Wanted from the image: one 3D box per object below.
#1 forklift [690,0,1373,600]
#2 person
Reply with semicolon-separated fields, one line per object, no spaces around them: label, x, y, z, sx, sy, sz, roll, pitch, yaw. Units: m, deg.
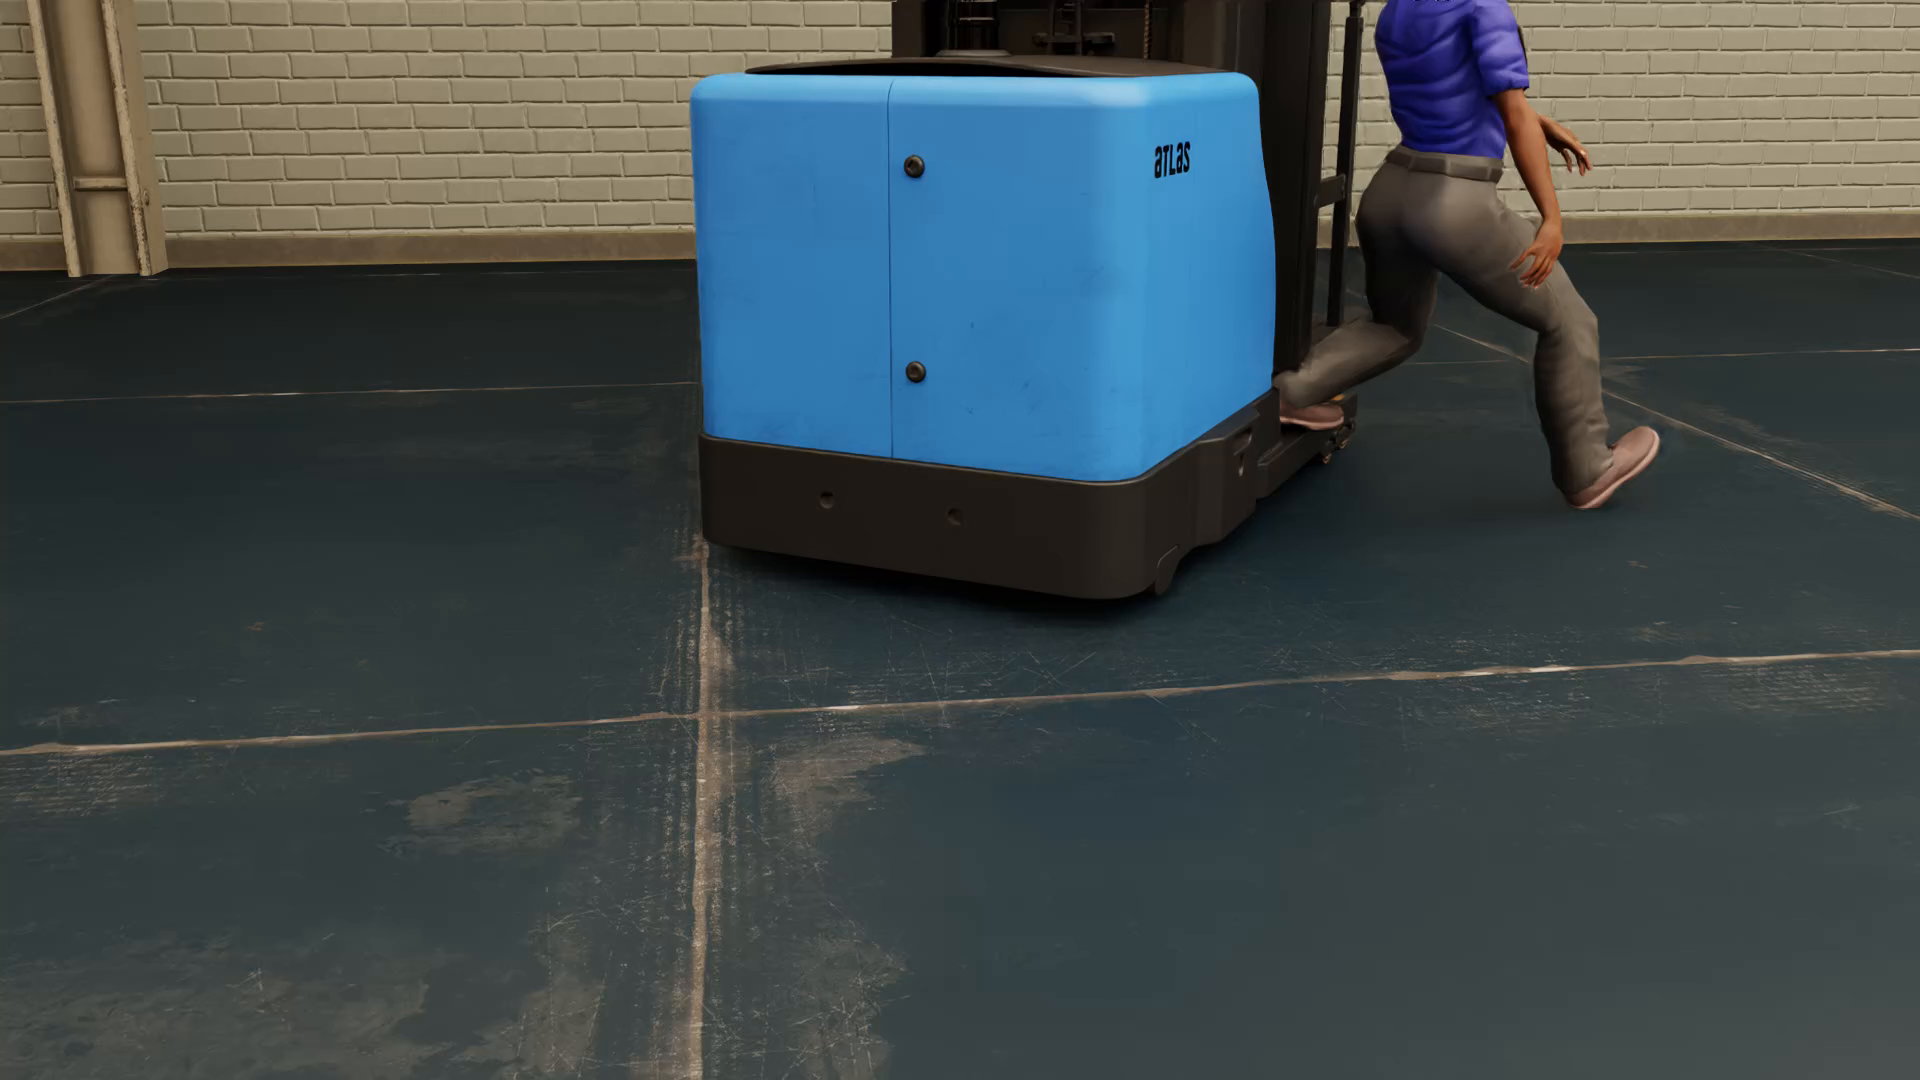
forklift;0.511;-1.663;4.406;1.130;2.935;3.031;8;18;24
person;1.284;-0.811;4.064;0.937;1.530;0.688;-8;19;-25
